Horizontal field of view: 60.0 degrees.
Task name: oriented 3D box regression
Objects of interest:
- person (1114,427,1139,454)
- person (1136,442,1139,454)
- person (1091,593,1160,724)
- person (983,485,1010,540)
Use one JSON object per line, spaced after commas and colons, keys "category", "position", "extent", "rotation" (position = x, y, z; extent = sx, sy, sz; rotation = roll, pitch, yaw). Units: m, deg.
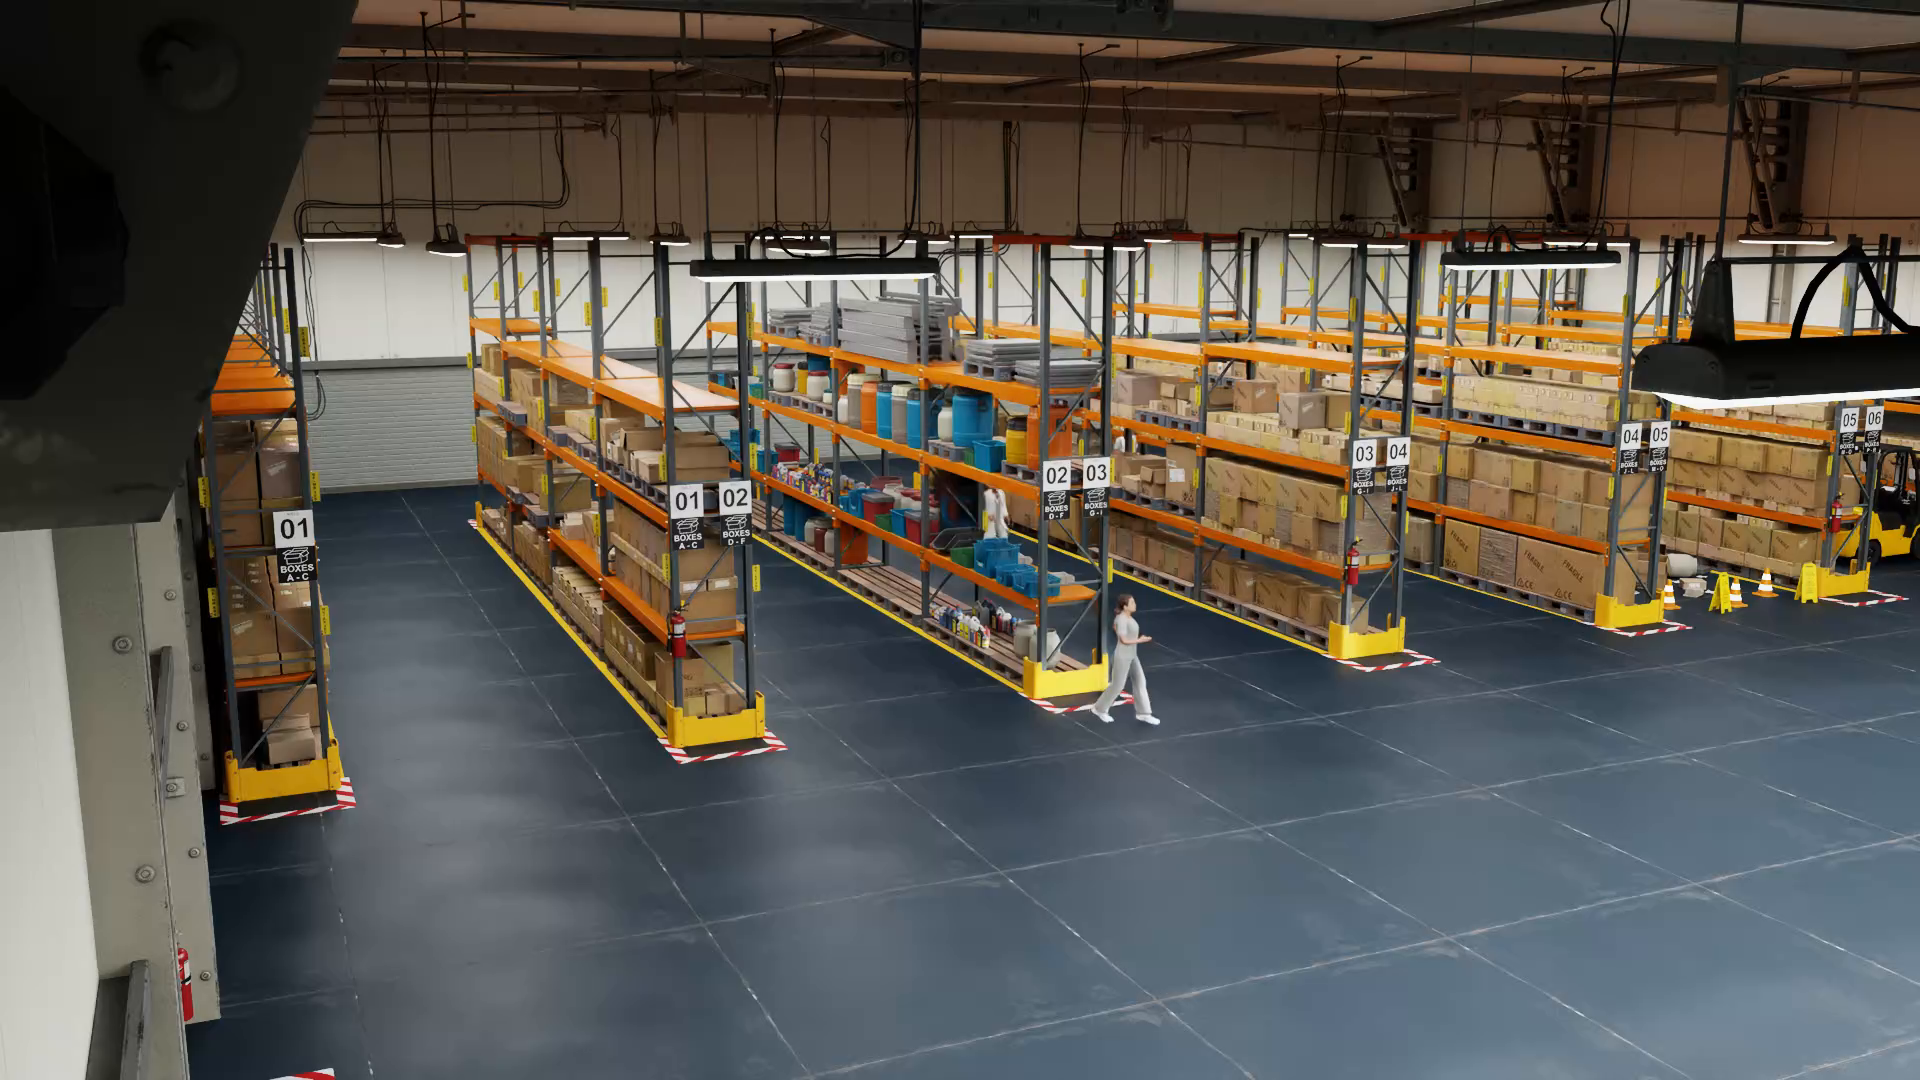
{"category": "person", "position": [3.718, -1.713, 37.251], "extent": [0.695, 1.792, 0.997], "rotation": [-5, 12, -23]}
{"category": "person", "position": [4.373, -2.515, 41.747], "extent": [0.780, 1.639, 0.581], "rotation": [-6, 12, -28]}
{"category": "person", "position": [2.093, 1.493, 20.893], "extent": [0.849, 1.681, 0.576], "rotation": [3, 11, 17]}
{"category": "person", "position": [0.582, -0.296, 29.625], "extent": [0.707, 1.712, 0.753], "rotation": [-7, 13, -33]}
